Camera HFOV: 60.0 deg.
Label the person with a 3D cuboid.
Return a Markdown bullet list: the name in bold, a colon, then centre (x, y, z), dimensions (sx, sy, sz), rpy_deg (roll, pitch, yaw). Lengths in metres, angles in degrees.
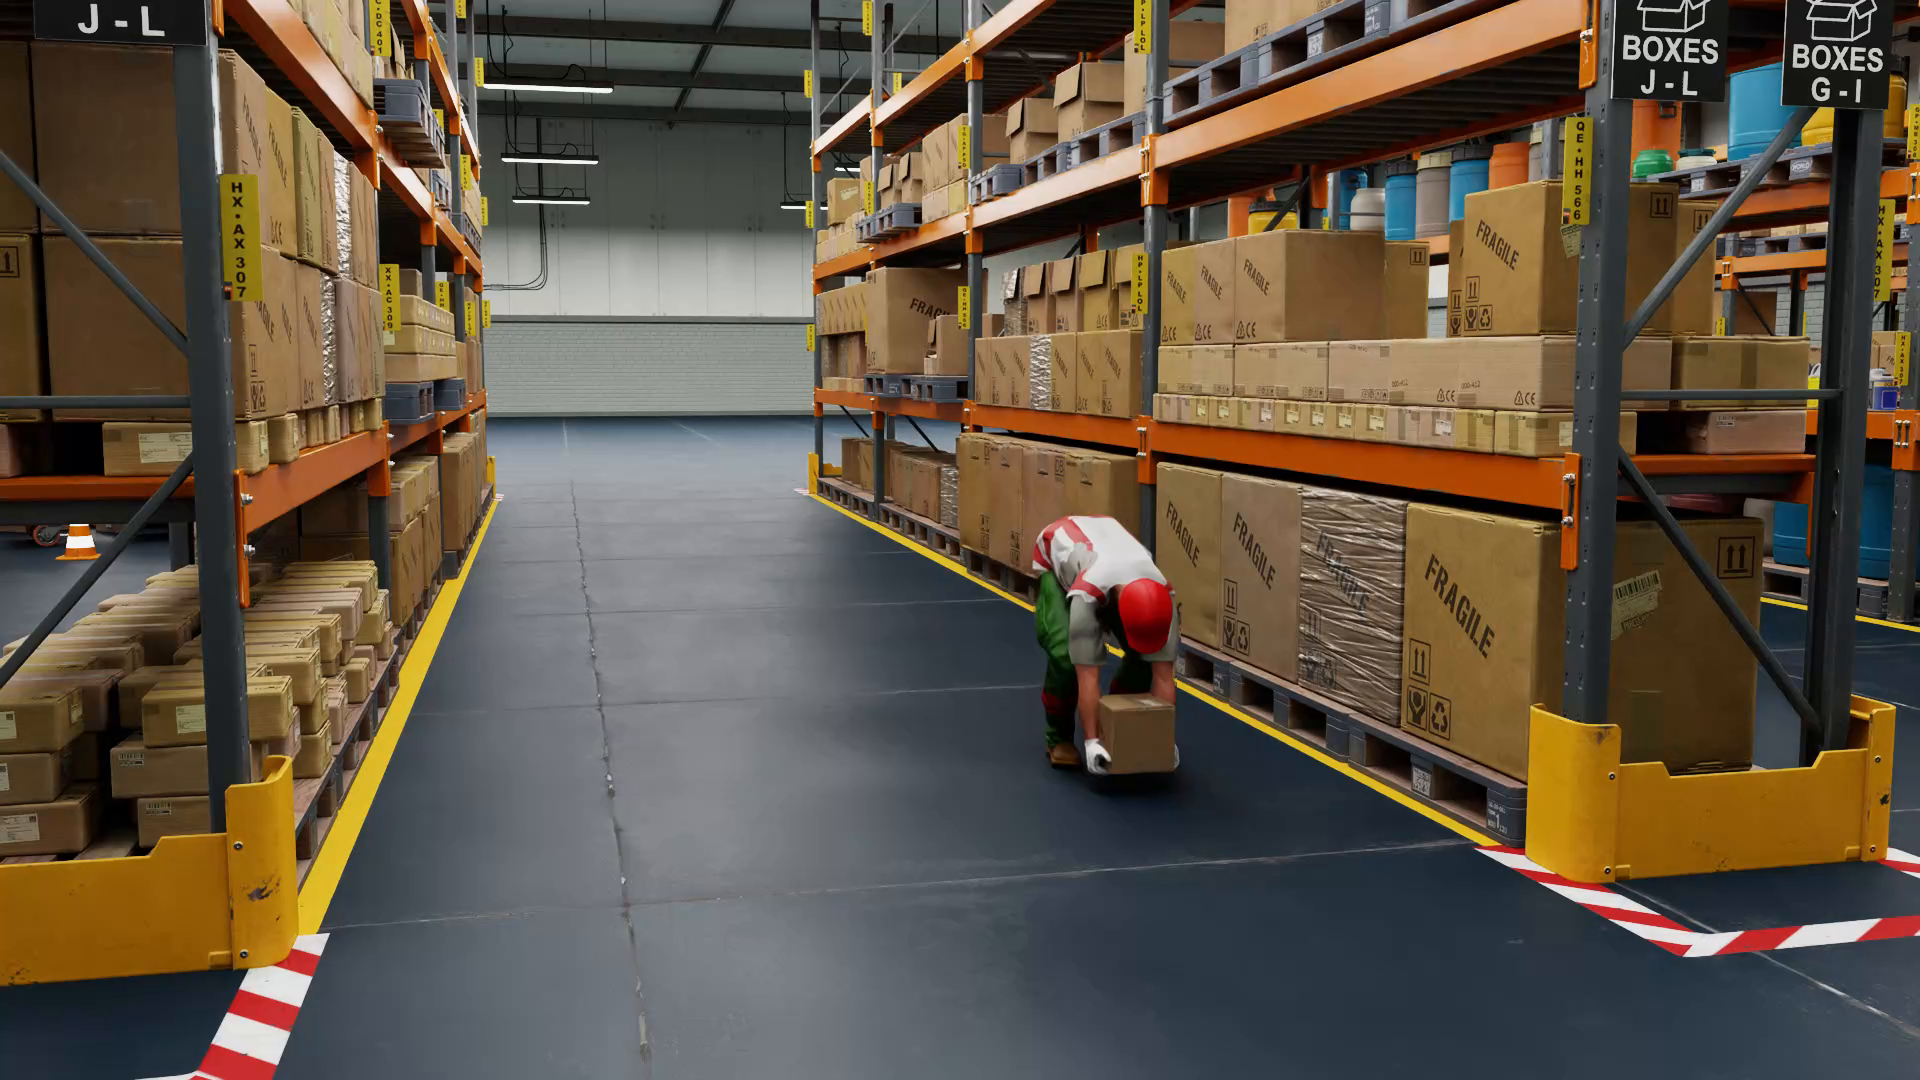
- **person**: centre (2.504, -0.223, 12.628), dimensions (7.682, 0.997, 11.568), rpy_deg (-2, 6, -17)
